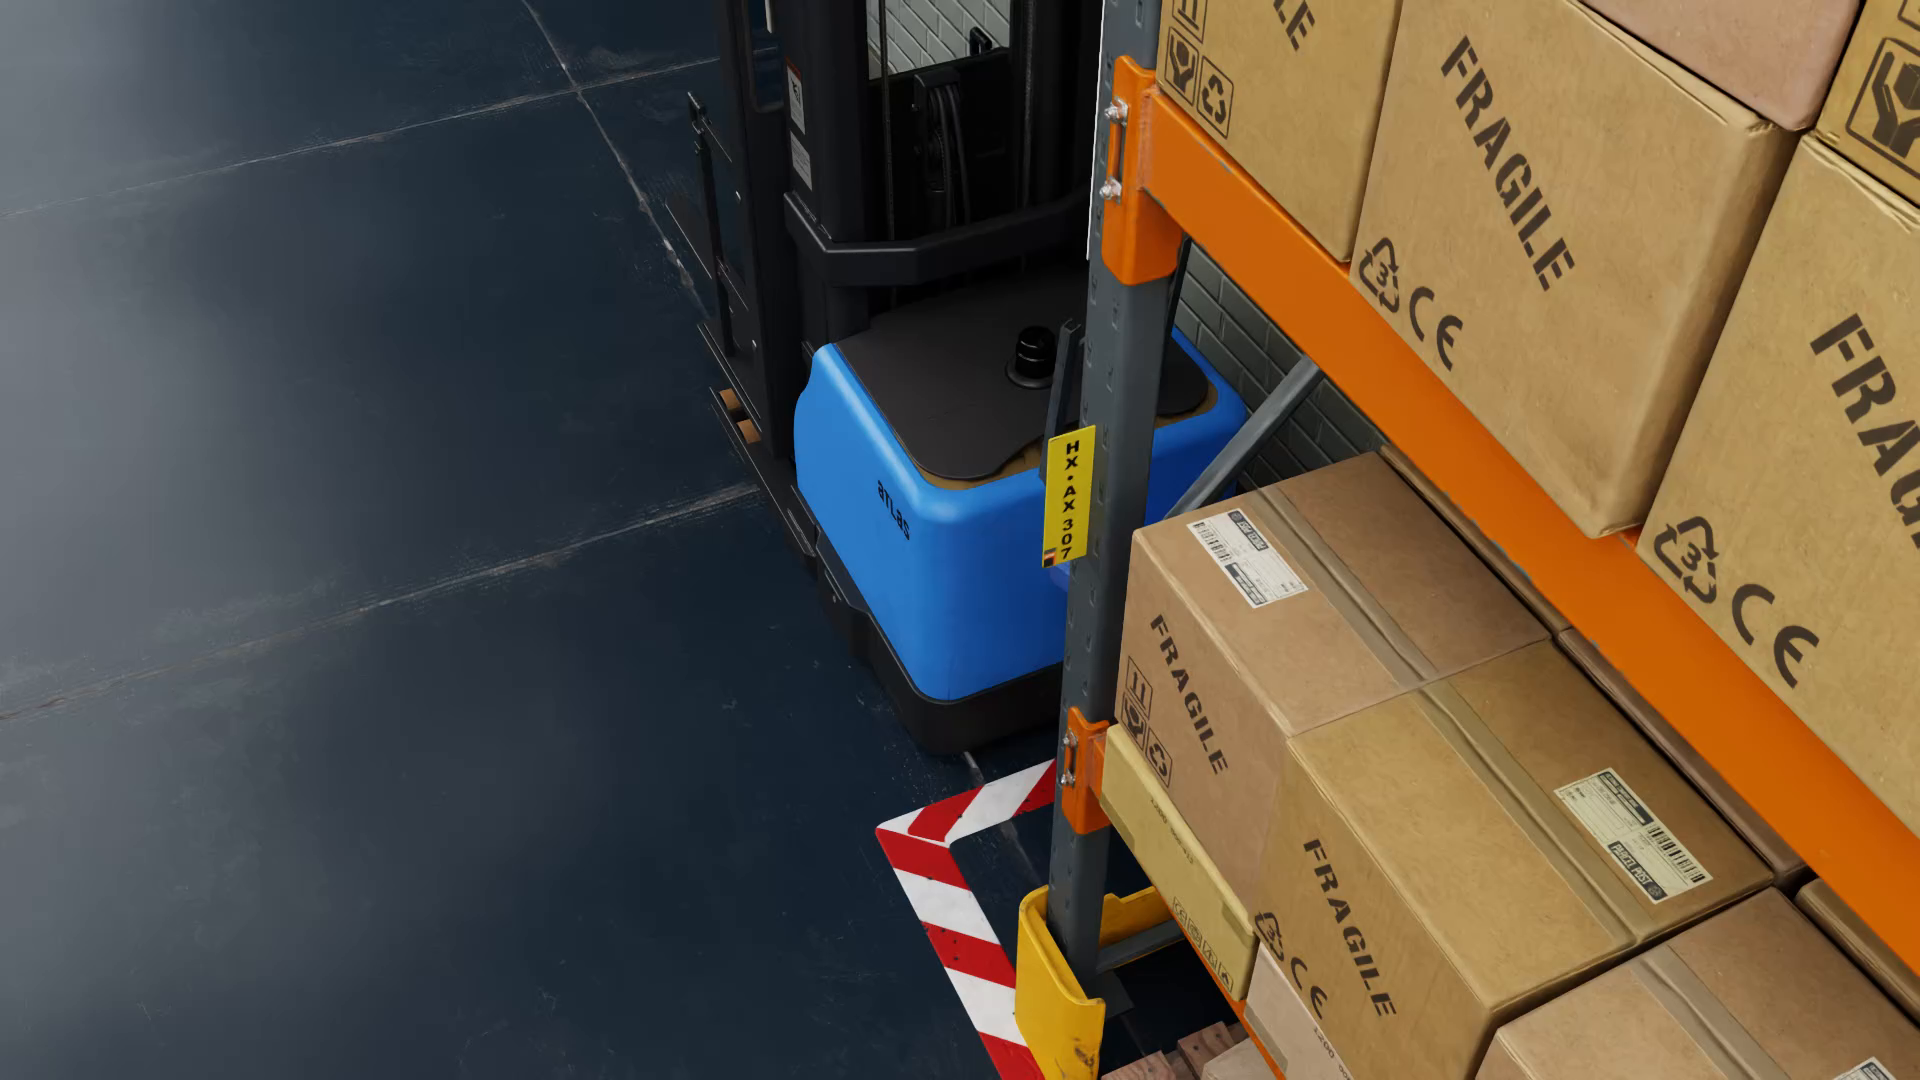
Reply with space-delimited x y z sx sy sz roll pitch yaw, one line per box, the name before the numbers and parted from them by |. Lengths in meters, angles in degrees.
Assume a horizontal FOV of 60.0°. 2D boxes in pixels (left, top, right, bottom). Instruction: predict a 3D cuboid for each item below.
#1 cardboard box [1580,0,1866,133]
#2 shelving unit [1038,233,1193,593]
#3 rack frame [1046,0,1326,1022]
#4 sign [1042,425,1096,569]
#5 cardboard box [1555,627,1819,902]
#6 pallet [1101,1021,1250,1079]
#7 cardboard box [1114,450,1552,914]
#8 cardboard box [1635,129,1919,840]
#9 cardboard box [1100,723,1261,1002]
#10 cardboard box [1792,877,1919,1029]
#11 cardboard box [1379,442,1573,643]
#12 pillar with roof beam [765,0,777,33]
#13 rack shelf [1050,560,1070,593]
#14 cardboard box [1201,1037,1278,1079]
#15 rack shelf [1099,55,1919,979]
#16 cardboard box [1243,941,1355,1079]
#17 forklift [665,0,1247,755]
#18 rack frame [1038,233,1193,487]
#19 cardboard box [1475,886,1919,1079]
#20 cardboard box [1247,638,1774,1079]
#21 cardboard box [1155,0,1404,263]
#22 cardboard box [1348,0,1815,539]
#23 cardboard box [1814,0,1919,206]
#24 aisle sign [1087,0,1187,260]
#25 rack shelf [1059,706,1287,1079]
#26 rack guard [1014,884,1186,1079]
cardboard box | 0.802 -0.743 1.434 0.500 0.500 0.500 -19 48 -18
shelving unit | 0.751 0.097 4.484 1.048 1.500 0.538 36 58 22
rack frame | 0.695 0.072 3.542 1.000 3.000 0.127 -18 47 -17
sign | 0.203 -0.076 3.075 0.100 0.325 0.005 -18 47 -17
cardboard box | 1.289 0.412 2.755 0.500 0.500 0.500 -17 47 -17
pallet | 1.037 1.641 3.937 1.003 0.211 1.213 -18 47 -17
cardboard box | 0.623 0.244 2.926 0.500 0.500 0.500 -18 47 -17
cardboard box | 1.024 -0.070 1.464 0.500 0.500 0.500 -16 47 -16
cardboard box | 0.612 0.523 3.177 0.500 0.250 0.500 -19 48 -19
cardboard box | 1.510 0.740 2.423 0.500 0.500 0.500 -19 48 -18
cardboard box | 1.086 0.088 3.083 0.500 0.500 0.500 -19 48 -18
pillar with roof beam | -4.654 -4.426 3.828 9.100 9.000 0.400 -18 47 -17
rack shelf | 0.740 0.208 4.626 1.000 0.185 0.538 36 58 22
cardboard box | 0.905 1.339 3.858 0.500 0.311 0.500 -23 49 -22
rack shelf | 1.536 0.534 1.449 1.077 0.370 4.000 -18 47 -17
cardboard box | 0.844 0.849 2.846 0.500 0.250 0.500 -19 48 -19
forklift | -0.266 -1.439 5.122 1.130 2.935 3.031 -18 48 -18
rack frame | 0.370 -0.182 4.672 0.032 1.500 0.500 36 58 22
cardboard box | 1.034 0.893 2.268 0.500 0.500 0.500 -20 48 -19
cardboard box | 0.822 0.562 2.604 0.500 0.500 0.500 -18 47 -17
cardboard box | 0.609 -0.752 2.155 0.500 0.500 0.500 -17 47 -16
cardboard box | 0.803 -0.399 1.798 0.500 0.500 0.500 -15 47 -15
cardboard box | 1.028 -0.420 1.107 0.500 0.500 0.500 -17 47 -16
aisle sign | 0.393 -0.811 2.585 0.394 0.787 0.004 -18 47 -17
rack shelf | 1.536 1.602 2.503 1.077 0.370 4.000 -18 47 -17
rack guard | 0.727 1.010 4.371 1.175 0.500 0.348 -18 47 -17
